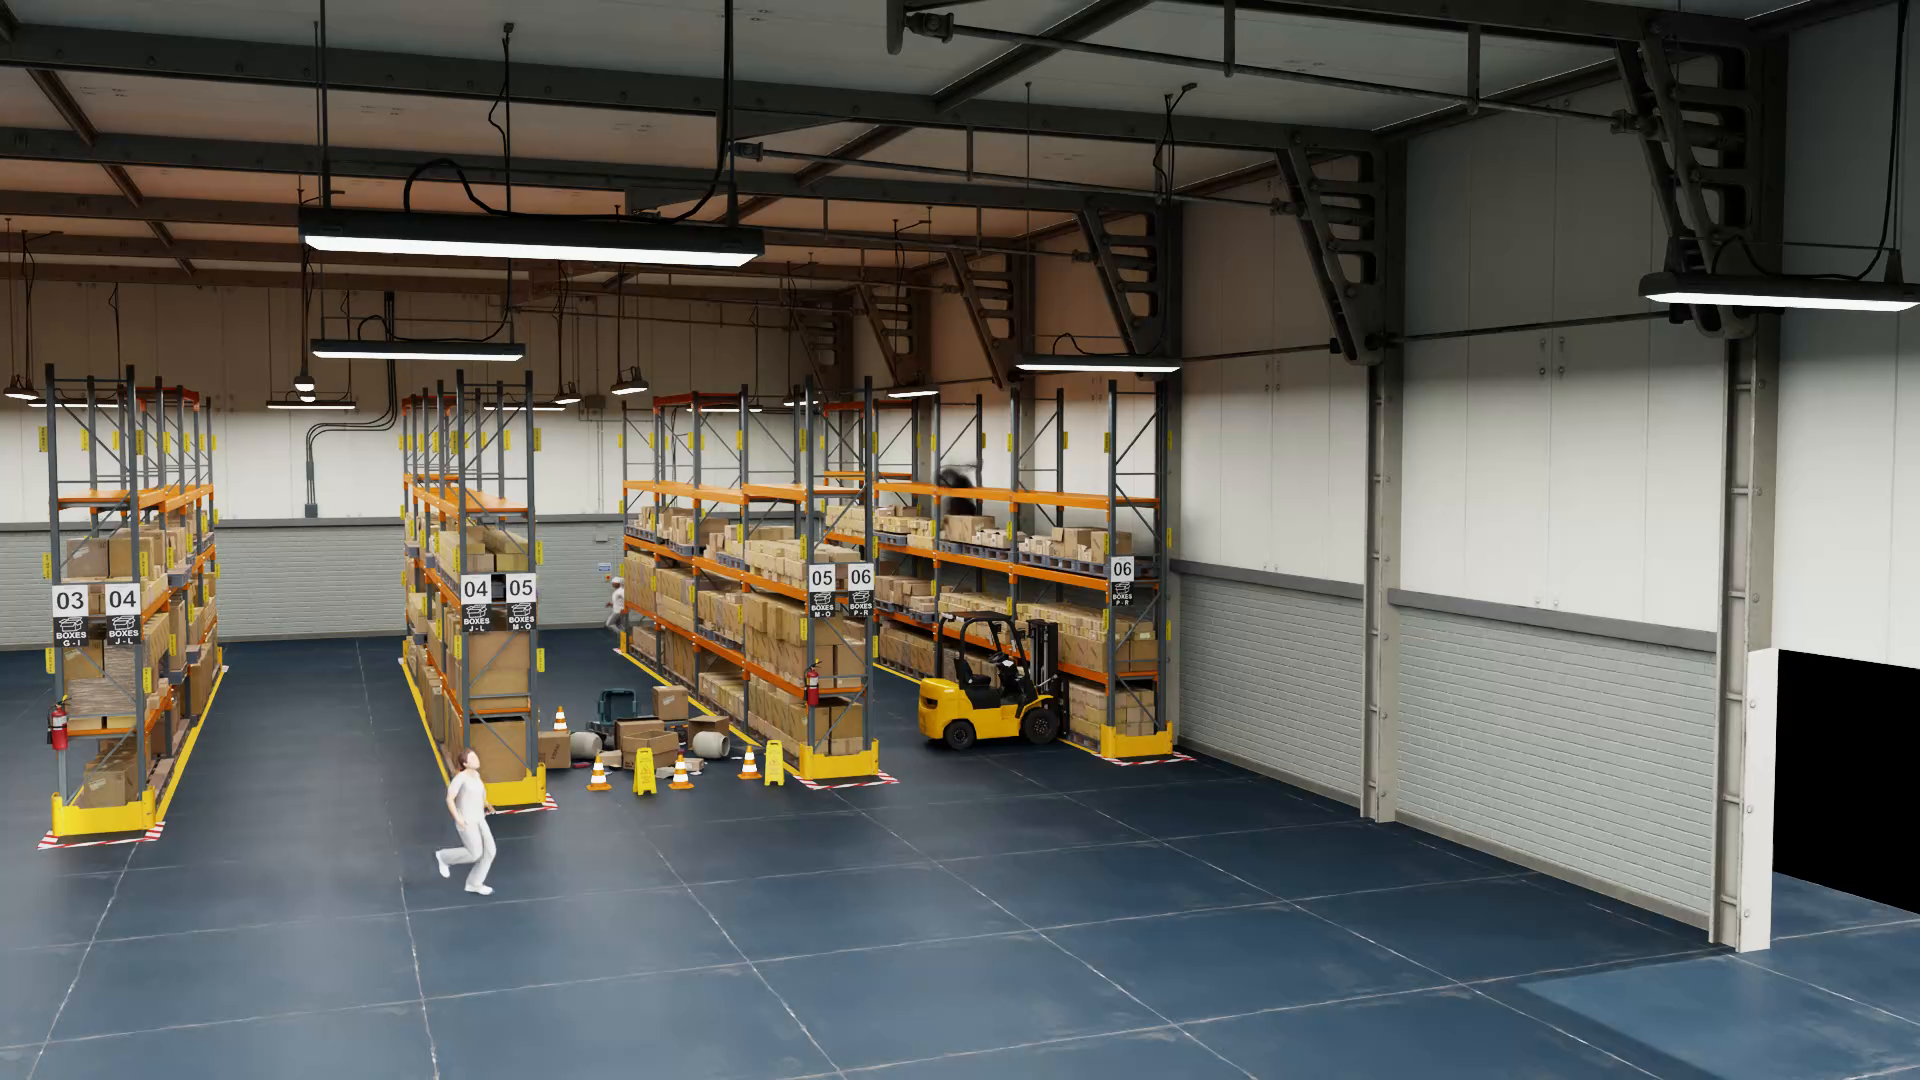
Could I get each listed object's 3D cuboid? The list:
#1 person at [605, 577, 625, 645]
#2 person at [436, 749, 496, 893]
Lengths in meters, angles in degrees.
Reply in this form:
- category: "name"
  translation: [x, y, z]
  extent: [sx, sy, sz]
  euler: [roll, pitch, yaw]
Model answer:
- category: "person"
  translation: [-8.395, 1.752, 40.865]
  extent: [0.635, 1.711, 0.747]
  euler: [-1, 3, -13]
- category: "person"
  translation: [-5.486, 3.119, 18.499]
  extent: [0.620, 1.600, 0.565]
  euler: [1, 4, 18]
